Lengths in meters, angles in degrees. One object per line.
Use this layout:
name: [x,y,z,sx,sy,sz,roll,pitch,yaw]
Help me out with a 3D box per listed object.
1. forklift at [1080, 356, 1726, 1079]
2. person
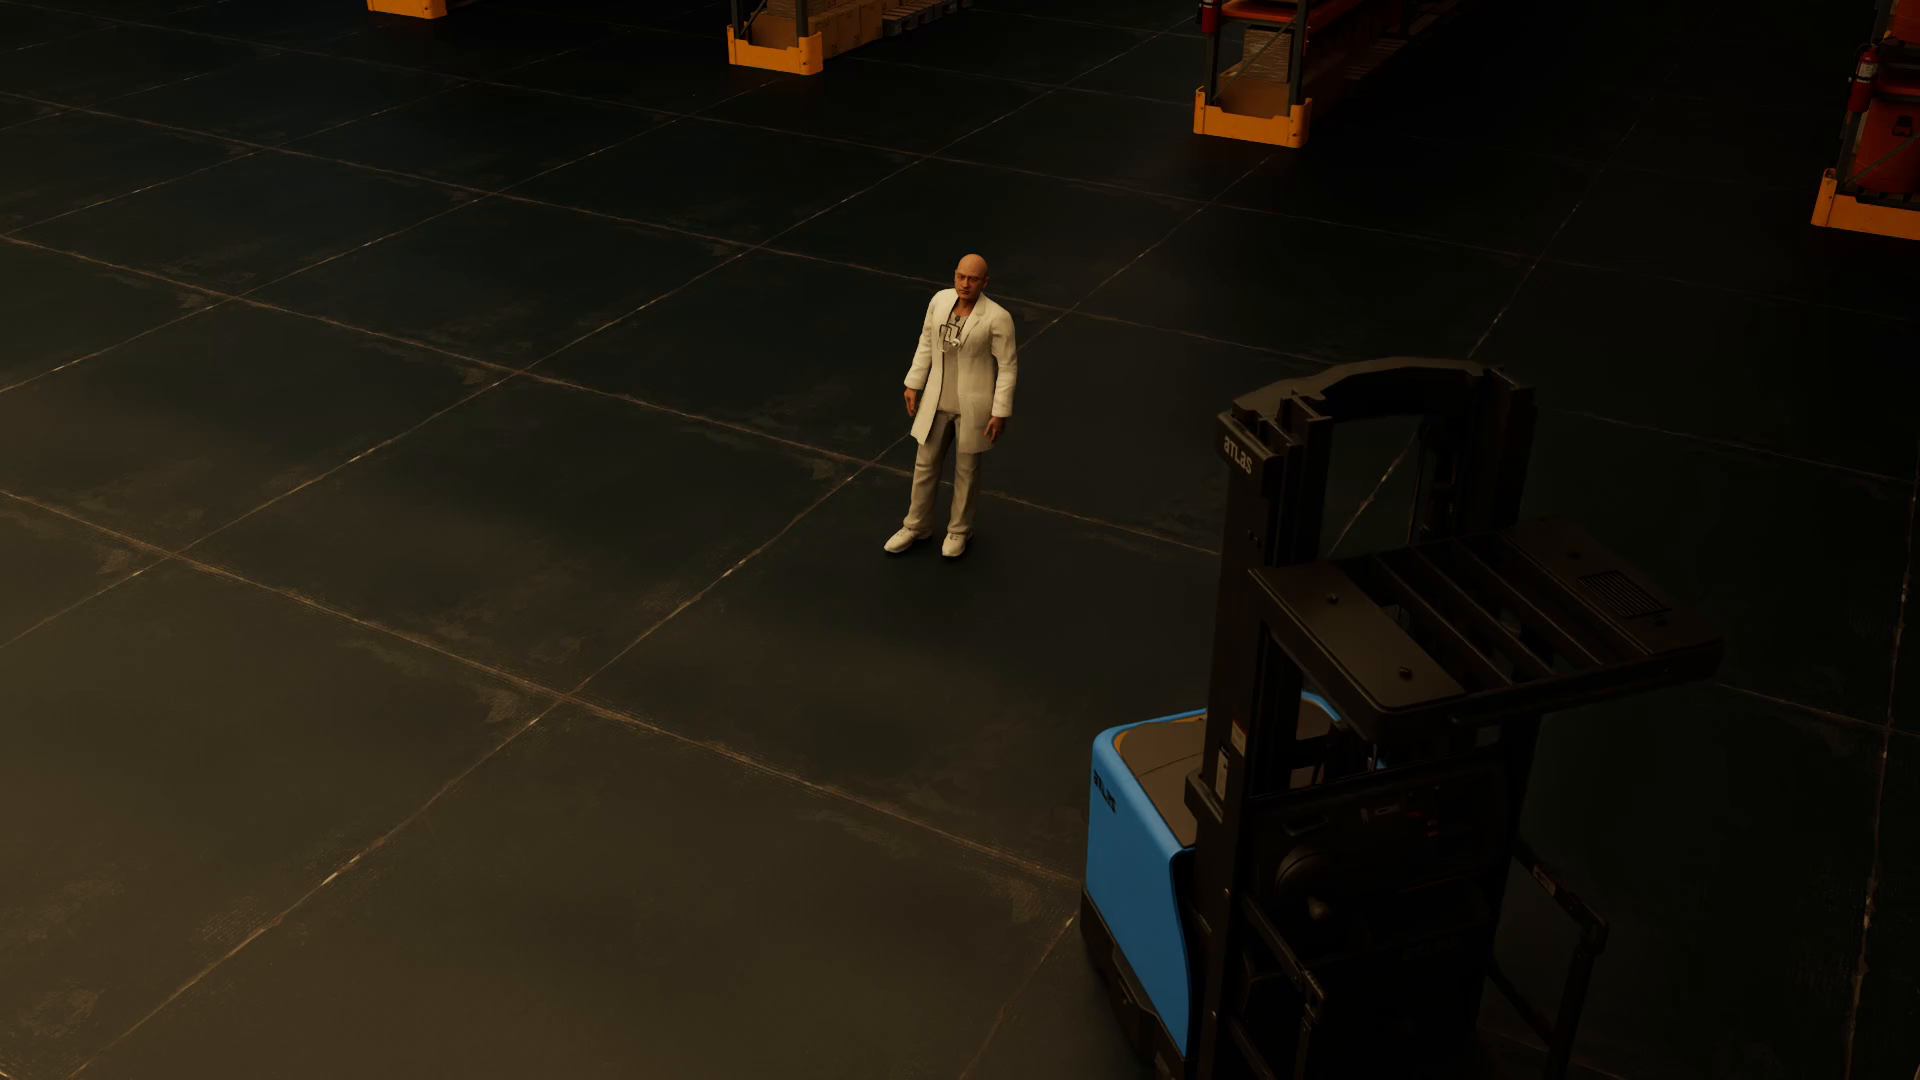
forklift: [1.452,1.034,5.279,1.130,2.935,3.031,-9,31,-16]
person: [-0.048,-0.737,9.489,0.694,1.775,0.581,15,33,25]
